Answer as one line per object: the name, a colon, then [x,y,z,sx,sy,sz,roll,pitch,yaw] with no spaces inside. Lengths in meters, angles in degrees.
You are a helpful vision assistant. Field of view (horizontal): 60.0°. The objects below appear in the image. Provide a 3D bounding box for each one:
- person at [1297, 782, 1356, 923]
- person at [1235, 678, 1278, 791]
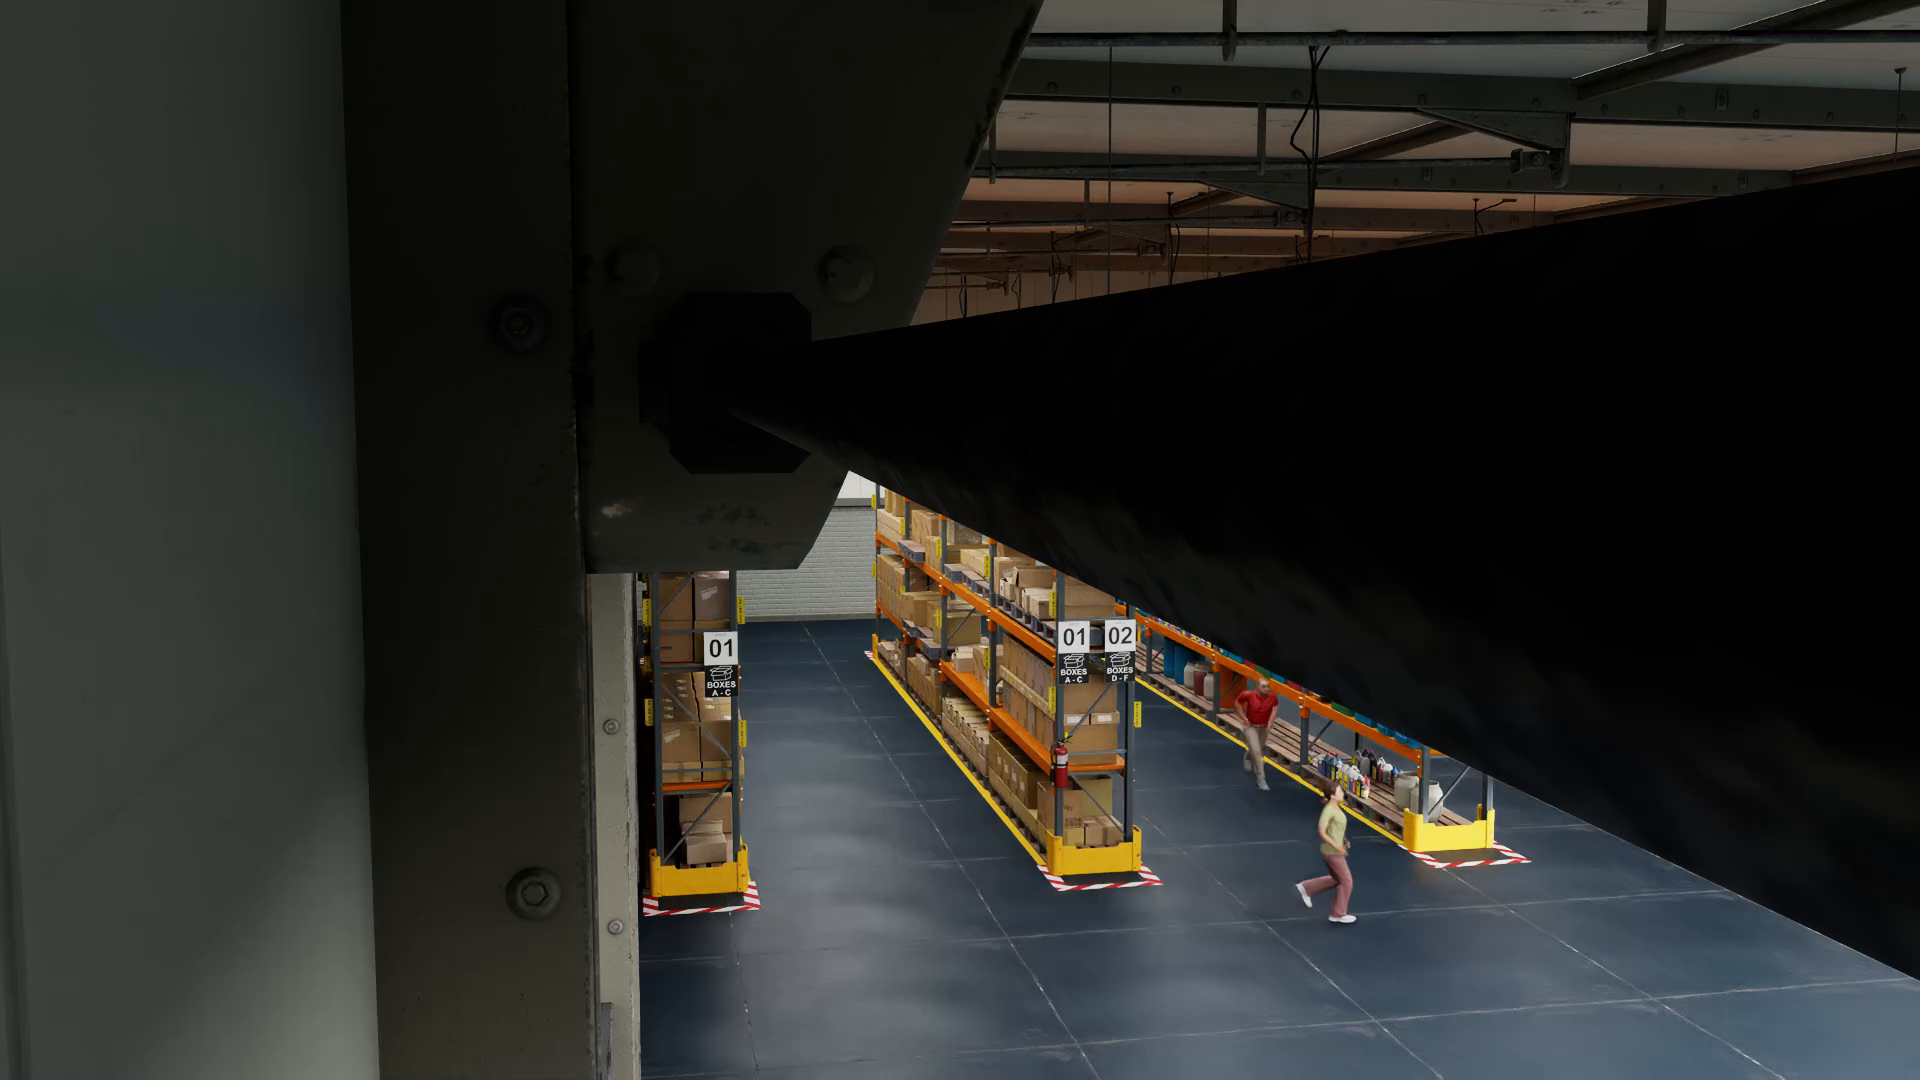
person: [4.208,3.562,19.063,0.683,1.626,0.620,2,6,18]
person: [4.512,2.905,25.456,0.673,1.720,1.016,-1,6,-8]
